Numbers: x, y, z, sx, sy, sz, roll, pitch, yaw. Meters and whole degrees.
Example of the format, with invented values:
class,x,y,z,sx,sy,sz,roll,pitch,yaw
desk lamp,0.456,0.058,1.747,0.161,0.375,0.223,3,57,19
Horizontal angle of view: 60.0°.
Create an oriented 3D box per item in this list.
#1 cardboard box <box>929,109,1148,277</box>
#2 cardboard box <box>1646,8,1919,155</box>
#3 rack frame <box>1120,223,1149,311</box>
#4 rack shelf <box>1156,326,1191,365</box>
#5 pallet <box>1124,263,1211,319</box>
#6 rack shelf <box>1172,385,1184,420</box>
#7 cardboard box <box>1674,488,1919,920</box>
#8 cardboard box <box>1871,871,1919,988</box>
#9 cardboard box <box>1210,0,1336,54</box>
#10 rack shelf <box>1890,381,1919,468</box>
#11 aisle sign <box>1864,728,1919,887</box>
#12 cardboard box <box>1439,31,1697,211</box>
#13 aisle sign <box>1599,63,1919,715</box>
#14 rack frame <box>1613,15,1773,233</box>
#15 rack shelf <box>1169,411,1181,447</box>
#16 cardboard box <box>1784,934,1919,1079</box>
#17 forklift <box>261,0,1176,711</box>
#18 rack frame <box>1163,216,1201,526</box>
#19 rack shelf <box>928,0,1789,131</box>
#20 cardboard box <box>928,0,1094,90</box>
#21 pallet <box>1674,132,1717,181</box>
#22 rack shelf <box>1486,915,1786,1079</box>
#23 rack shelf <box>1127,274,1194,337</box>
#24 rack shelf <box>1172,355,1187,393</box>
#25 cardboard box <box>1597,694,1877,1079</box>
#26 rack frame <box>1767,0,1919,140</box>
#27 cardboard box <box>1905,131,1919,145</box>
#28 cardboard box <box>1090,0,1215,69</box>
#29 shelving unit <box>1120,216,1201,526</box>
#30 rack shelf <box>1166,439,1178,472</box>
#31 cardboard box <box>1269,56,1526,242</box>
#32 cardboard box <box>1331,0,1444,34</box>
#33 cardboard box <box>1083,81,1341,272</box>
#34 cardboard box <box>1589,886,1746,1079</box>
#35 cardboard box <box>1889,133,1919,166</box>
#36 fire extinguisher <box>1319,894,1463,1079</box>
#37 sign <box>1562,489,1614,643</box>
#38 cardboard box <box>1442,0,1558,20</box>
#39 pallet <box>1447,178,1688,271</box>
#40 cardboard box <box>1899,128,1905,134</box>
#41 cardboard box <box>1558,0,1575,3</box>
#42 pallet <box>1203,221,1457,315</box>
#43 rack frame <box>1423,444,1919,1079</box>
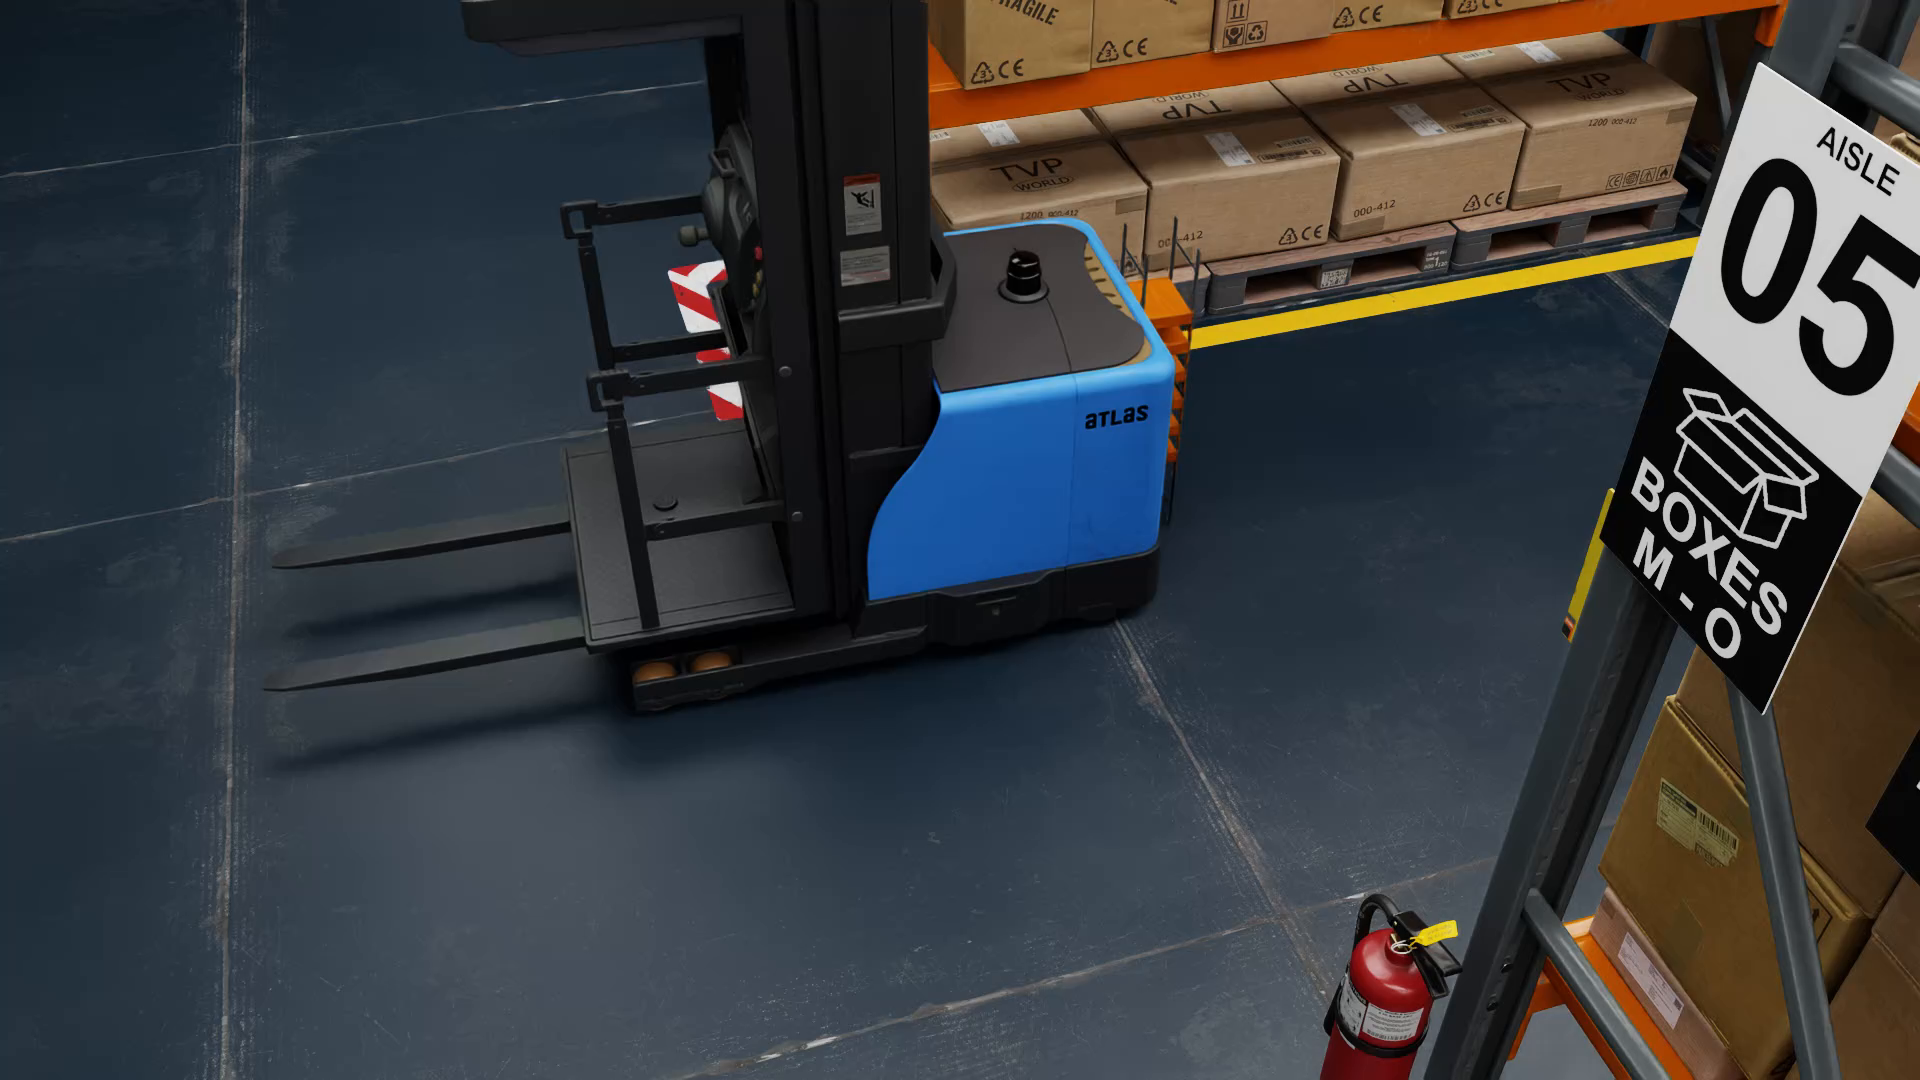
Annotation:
class,x,y,z,sx,sy,sz,roll,pitch,yaw
cardboard box,0.234,-1.497,7.311,0.875,0.438,0.875,-13,43,-15
cardboard box,4.017,-2.431,8.049,0.875,0.875,0.875,-10,42,-12
rack frame,0.591,-0.551,5.969,0.006,1.200,0.240,-10,42,-11
rack shelf,0.680,-0.713,5.857,0.180,0.103,0.258,-10,42,-11
pallet,0.374,-1.267,7.540,1.213,0.211,1.003,-12,42,-13
rack shelf,0.680,-0.533,6.015,0.180,0.103,0.258,-10,42,-11
cardboard box,1.580,0.203,2.675,0.500,0.500,0.500,-13,43,-14
cardboard box,1.726,0.528,2.304,0.500,0.500,0.500,-12,43,-13
cardboard box,1.144,-2.269,6.492,0.500,0.500,0.500,-12,43,-13
rack shelf,3.126,-0.278,2.555,4.000,0.370,1.077,-12,42,-13
aisle sign,1.239,0.200,1.765,0.004,0.787,0.394,-12,42,-13
cardboard box,2.819,-2.037,7.930,0.875,0.438,0.875,-12,43,-14
aisle sign,1.058,-0.177,2.196,0.004,0.787,0.394,-12,42,-13
rack frame,3.450,-2.901,7.290,0.127,3.000,1.000,-12,42,-13
rack shelf,0.680,-0.442,6.094,0.180,0.103,0.258,-10,42,-11
cardboard box,1.729,0.911,2.625,0.500,0.500,0.500,-10,42,-11
forklift,-0.870,-0.917,5.072,3.031,2.935,1.130,-10,42,-11
rack frame,0.768,-0.581,6.003,0.006,1.200,0.240,-10,42,-11
rack shelf,1.542,-2.235,7.075,4.000,0.370,1.077,-12,42,-13
cardboard box,0.179,-2.063,6.255,0.500,0.500,0.500,-12,43,-13
pallet,4.163,-2.050,8.436,1.213,0.211,1.003,-12,42,-13
rack shelf,3.126,0.852,3.542,4.000,0.370,1.077,-12,42,-13
rack shelf,0.680,-0.804,5.778,0.180,0.103,0.258,-10,42,-11
rack shelf,0.680,-0.623,5.936,0.180,0.103,0.258,-10,42,-11
cardboard box,1.569,0.576,3.008,0.500,0.500,0.500,-11,42,-12
rack frame,1.218,-1.283,0.879,0.127,3.000,1.000,-12,42,-13
cardboard box,1.581,-0.536,2.038,0.500,0.250,0.500,-13,43,-14
cardboard box,0.653,-2.180,6.389,0.500,0.500,0.500,-12,43,-14
shelving unit,0.680,-0.566,5.986,0.189,1.200,0.258,-10,42,-11
rack shelf,0.680,-0.352,6.173,0.180,0.103,0.258,-10,42,-11
cardboard box,1.965,-1.860,7.727,0.875,0.438,0.875,-13,43,-14
cardboard box,1.616,-2.379,6.617,0.500,0.500,0.500,-10,42,-12
cardboard box,1.105,-1.683,7.524,0.875,0.438,0.875,-11,42,-12
cardboard box,1.444,0.829,3.212,0.250,0.149,0.380,-12,42,-13
cardboard box,1.573,-0.353,2.208,0.500,0.250,0.500,-13,43,-14
fire extinguisher,0.839,0.906,3.275,0.183,0.674,0.296,-12,42,-13
sign,1.071,0.069,2.771,0.005,0.325,0.100,-12,42,-13
cardboard box,2.120,-2.473,6.724,0.500,0.500,0.500,-12,43,-14
pallet,2.701,-1.749,8.092,1.213,0.211,1.003,-12,42,-13
cardboard box,4.877,-2.615,8.259,0.875,0.875,0.875,-11,42,-12
cardboard box,2.595,-2.581,6.849,0.500,0.500,0.500,-13,43,-14
pallet,1.536,-1.506,7.813,1.213,0.211,1.003,-12,42,-13
rack frame,1.218,0.976,2.853,0.127,3.000,1.000,-12,42,-13
